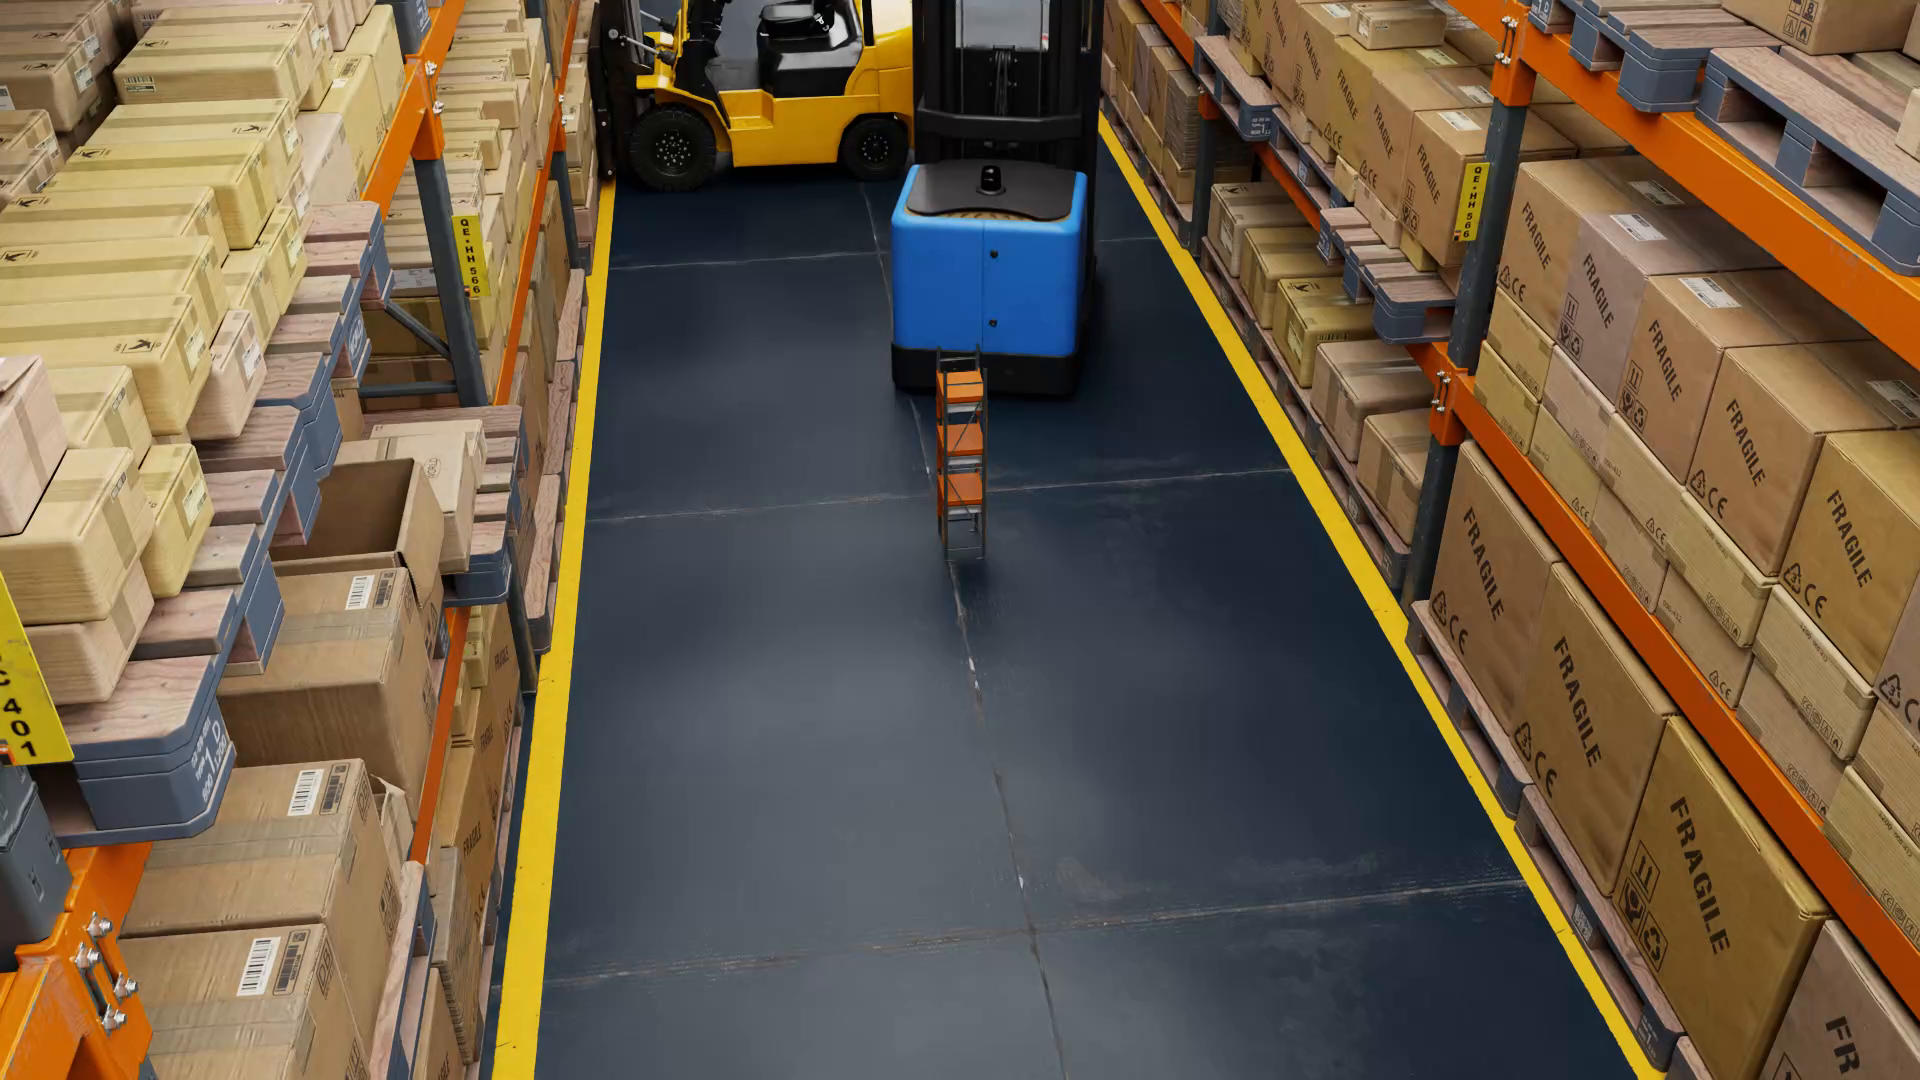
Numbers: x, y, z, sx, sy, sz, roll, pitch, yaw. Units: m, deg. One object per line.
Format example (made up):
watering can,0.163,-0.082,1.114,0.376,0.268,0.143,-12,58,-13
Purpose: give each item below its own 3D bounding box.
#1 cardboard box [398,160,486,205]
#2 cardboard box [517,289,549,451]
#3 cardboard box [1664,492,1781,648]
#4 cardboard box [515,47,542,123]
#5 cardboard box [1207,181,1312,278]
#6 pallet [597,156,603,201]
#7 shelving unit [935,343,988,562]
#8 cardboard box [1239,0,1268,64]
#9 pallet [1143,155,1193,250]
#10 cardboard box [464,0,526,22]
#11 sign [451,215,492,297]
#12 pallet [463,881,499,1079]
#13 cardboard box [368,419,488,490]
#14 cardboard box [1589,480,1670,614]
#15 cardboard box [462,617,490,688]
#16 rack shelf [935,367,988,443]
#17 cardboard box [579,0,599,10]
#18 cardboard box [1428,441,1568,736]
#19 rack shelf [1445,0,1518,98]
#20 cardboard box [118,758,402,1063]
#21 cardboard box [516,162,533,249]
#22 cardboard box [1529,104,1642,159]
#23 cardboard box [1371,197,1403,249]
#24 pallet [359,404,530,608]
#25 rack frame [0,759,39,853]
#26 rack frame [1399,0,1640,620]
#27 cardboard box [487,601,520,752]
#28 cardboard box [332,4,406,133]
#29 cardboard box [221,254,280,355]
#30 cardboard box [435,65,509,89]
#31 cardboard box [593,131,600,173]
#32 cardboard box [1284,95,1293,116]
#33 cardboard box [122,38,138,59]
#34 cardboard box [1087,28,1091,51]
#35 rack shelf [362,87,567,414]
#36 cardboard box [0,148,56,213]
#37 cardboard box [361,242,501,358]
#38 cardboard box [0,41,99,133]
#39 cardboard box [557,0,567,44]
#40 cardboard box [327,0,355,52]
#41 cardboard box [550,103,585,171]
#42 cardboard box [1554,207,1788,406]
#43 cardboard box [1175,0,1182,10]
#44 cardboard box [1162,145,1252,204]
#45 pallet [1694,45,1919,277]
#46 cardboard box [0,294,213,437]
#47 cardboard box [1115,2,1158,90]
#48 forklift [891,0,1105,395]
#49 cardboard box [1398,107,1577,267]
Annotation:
cardboard box,-2.248,-1.505,7.130,0.380,0.149,0.250,-4,34,-6
cardboard box,-2.609,-0.841,8.556,0.875,0.625,0.625,-6,35,-8
cardboard box,2.568,0.070,5.172,0.500,0.250,0.500,-4,34,-6
cardboard box,-2.494,-2.396,8.791,0.500,0.250,0.500,-5,35,-8
cardboard box,2.101,-1.965,10.431,0.950,0.372,0.625,-4,34,-6
pallet,-3.123,-2.769,12.126,1.003,0.211,1.213,-4,35,-6
shelving unit,0.007,-0.404,7.911,0.215,1.050,0.252,-4,35,-6
cardboard box,1.875,-2.945,9.182,0.500,0.500,0.500,-4,35,-6
pallet,1.903,-2.390,11.569,1.003,0.211,1.213,-4,35,-6
cardboard box,-2.624,-2.928,9.218,0.380,0.149,0.250,-3,34,-5
sign,-1.816,-1.052,6.172,0.100,0.325,0.005,-4,35,-6
pallet,-2.128,1.691,5.581,1.003,0.211,1.213,-4,35,-6
cardboard box,-1.884,-0.292,5.865,0.380,0.149,0.250,-4,34,-5
cardboard box,2.534,-0.005,5.728,0.500,0.250,0.500,-3,34,-5
cardboard box,-1.967,0.438,6.215,0.380,0.149,0.250,-6,35,-9
rack shelf,0.007,-0.630,7.757,0.215,0.259,0.240,-4,35,-6
cardboard box,-2.983,-3.957,12.574,0.500,0.250,0.500,-4,34,-6
cardboard box,2.577,0.158,6.868,0.875,0.875,0.875,-5,35,-7
rack shelf,2.297,-2.996,7.958,1.077,0.370,4.000,-4,35,-6
cardboard box,-1.727,0.881,3.831,0.700,0.500,0.500,-4,34,-6
cardboard box,-2.377,-1.622,8.099,0.500,0.250,0.500,-3,34,-5
cardboard box,2.735,-1.544,7.127,0.500,0.500,0.500,-5,35,-8
cardboard box,2.103,-1.454,7.570,0.380,0.149,0.250,-5,35,-7
pallet,-2.191,-0.108,5.915,1.213,0.211,1.003,-4,35,-6
rack frame,-1.814,-0.807,1.443,1.000,3.000,0.127,-4,35,-6
rack frame,2.566,-0.938,6.963,1.000,3.000,0.127,-4,35,-6
cardboard box,-2.082,0.519,6.671,0.500,0.500,0.500,-3,34,-5
cardboard box,-2.043,-1.470,5.212,0.500,0.250,0.500,-5,35,-8
cardboard box,-1.600,-0.445,3.337,0.380,0.149,0.250,-5,35,-7
cardboard box,-2.423,-2.217,8.175,0.380,0.149,0.250,-4,34,-6
cardboard box,-2.795,-2.692,11.606,0.500,0.250,0.500,-4,34,-6
cardboard box,1.953,-2.330,8.856,0.380,0.149,0.250,-4,34,-6
cardboard box,-2.516,-1.392,4.745,0.380,0.149,0.250,-4,34,-5
cardboard box,1.325,-3.968,13.478,0.500,0.250,0.500,-5,35,-7
rack shelf,-2.621,-1.379,8.248,1.077,0.370,4.000,-4,35,-6
cardboard box,-2.093,-0.685,3.425,0.380,0.149,0.250,-4,34,-6
cardboard box,-2.145,-0.973,6.703,0.500,0.250,0.500,-4,35,-6
cardboard box,-2.346,-1.096,4.047,0.380,0.149,0.250,-5,35,-7
cardboard box,-2.778,-3.390,10.472,0.500,0.500,0.500,-4,34,-6
cardboard box,-2.050,-1.577,5.015,0.380,0.149,0.250,-5,35,-7
cardboard box,-2.644,-2.536,10.489,0.500,0.250,0.500,-5,35,-7
cardboard box,2.466,-0.823,5.817,0.500,0.500,0.500,-4,35,-6
cardboard box,1.665,-3.653,11.169,0.380,0.149,0.250,-5,35,-7
cardboard box,1.682,-2.517,11.349,0.500,0.250,0.500,-3,34,-4
pallet,2.858,-1.120,4.735,1.003,0.211,1.213,-3,34,-4
cardboard box,-1.518,-0.289,2.845,0.380,0.149,0.250,-5,35,-7
cardboard box,1.462,-3.693,12.409,0.500,0.500,0.500,-4,34,-5
forklift,0.300,-2.839,9.813,1.130,2.935,3.031,4,34,6
cardboard box,2.229,-1.508,7.074,0.500,0.500,0.500,-5,35,-8
